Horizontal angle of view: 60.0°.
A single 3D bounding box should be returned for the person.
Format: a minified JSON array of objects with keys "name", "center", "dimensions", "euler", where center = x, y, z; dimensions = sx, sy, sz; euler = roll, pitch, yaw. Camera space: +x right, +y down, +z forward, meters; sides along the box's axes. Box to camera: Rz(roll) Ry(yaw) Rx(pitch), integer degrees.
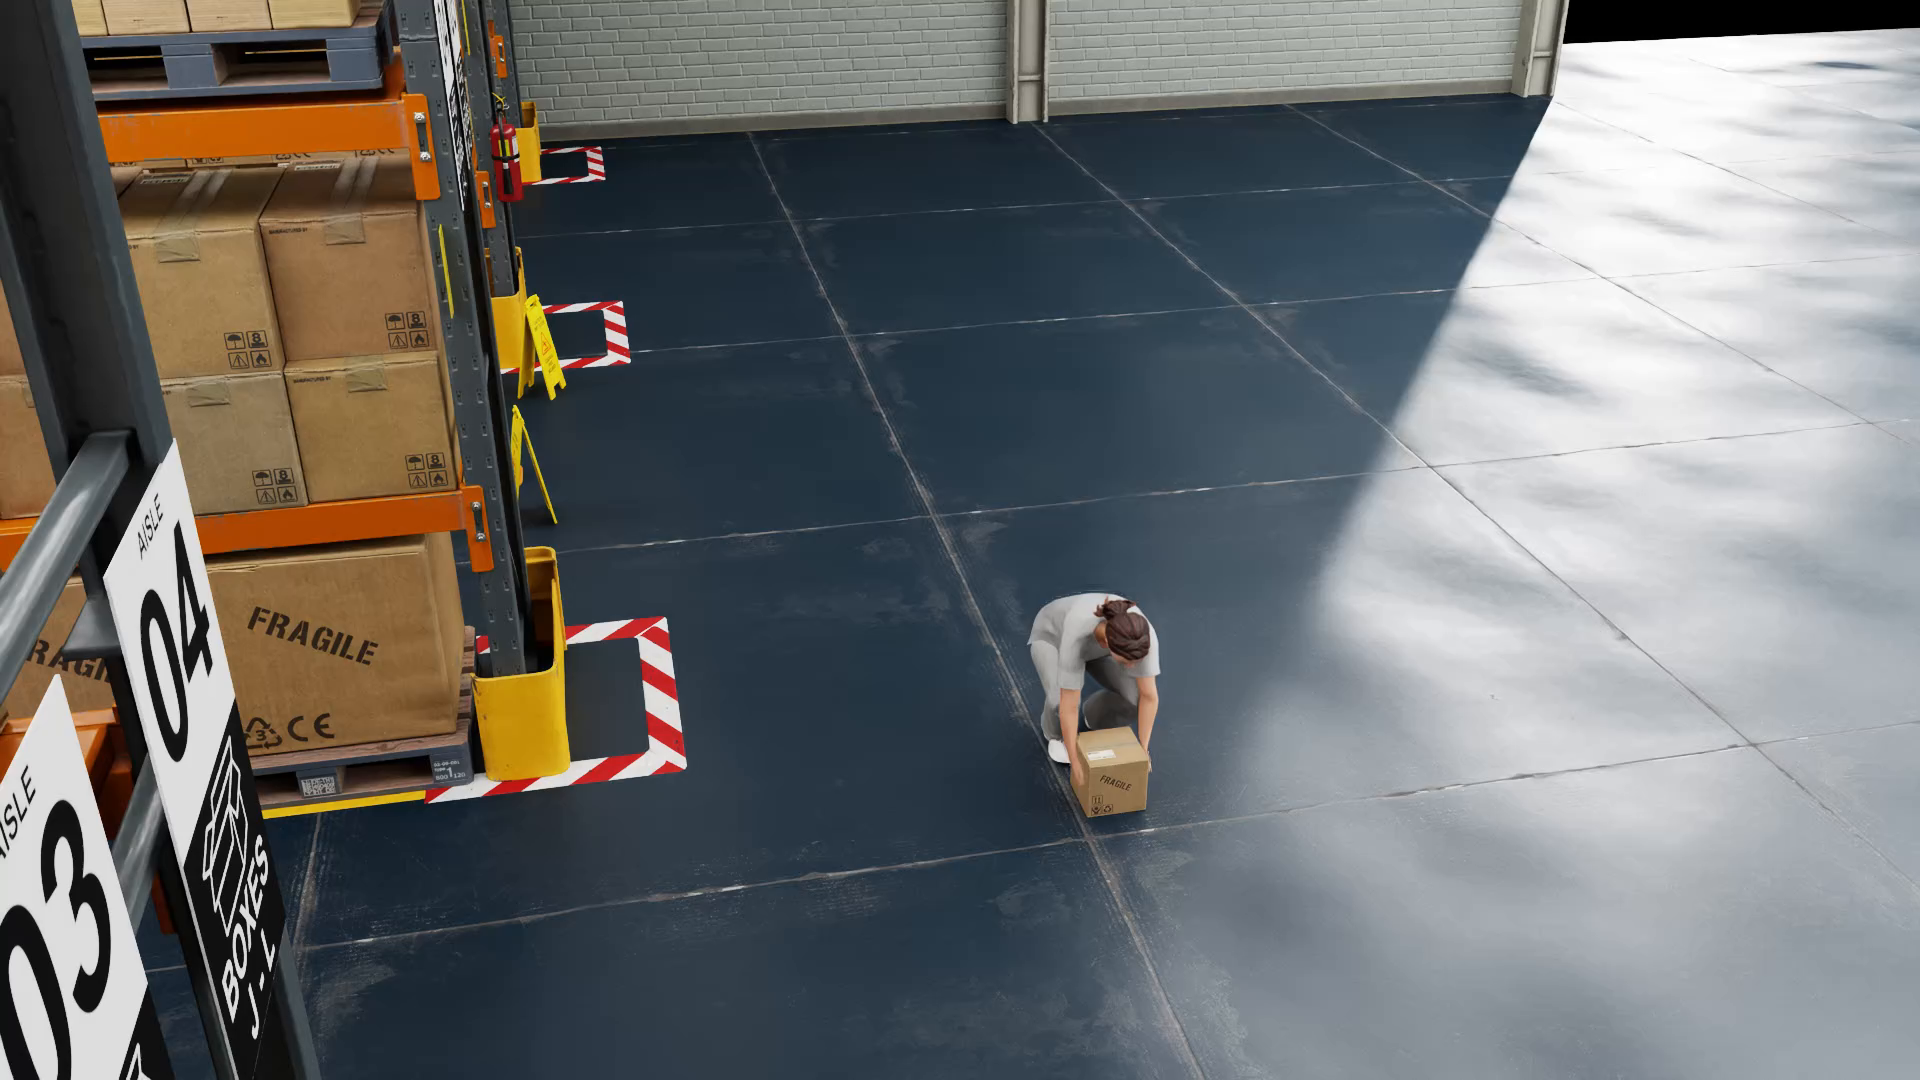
[{"name":"person","center":[0.562,0.544,6.964],"dimensions":[0.472,0.848,0.800],"euler":[-6,27,-12]}]
